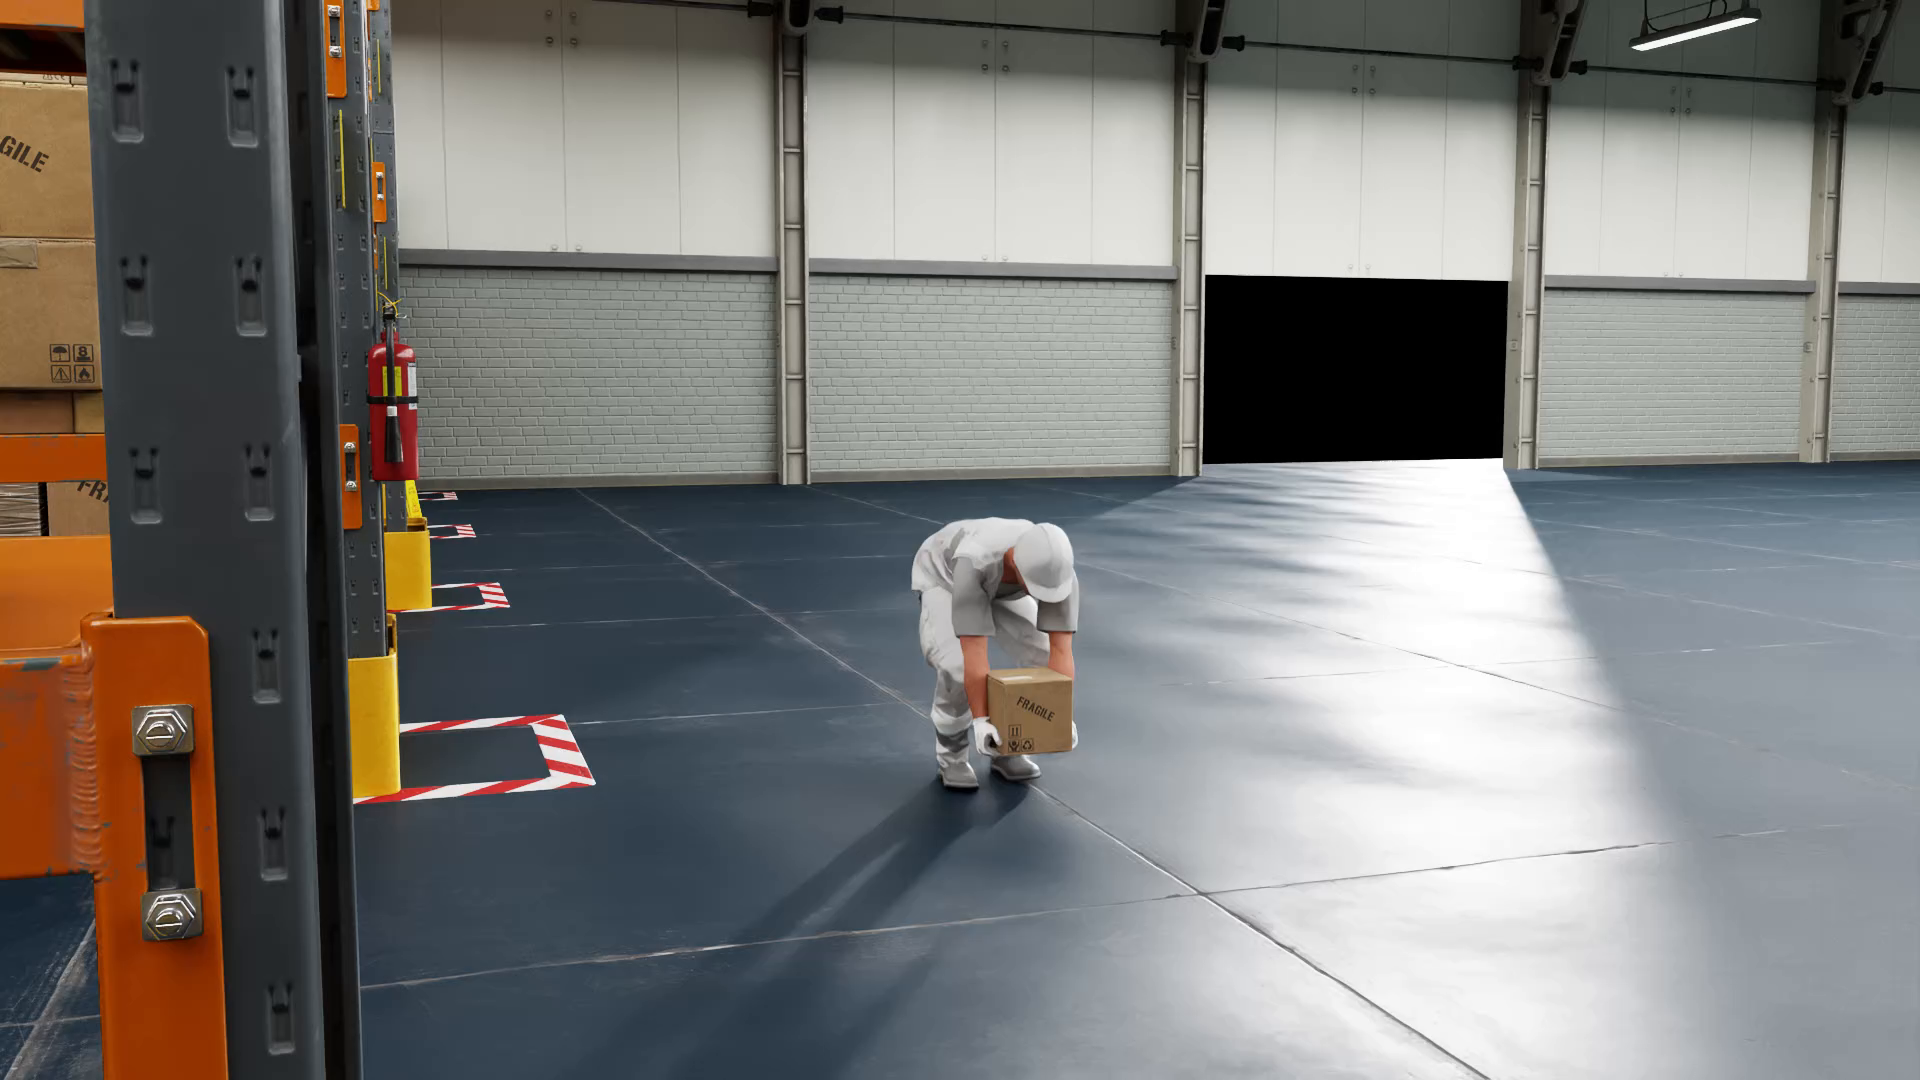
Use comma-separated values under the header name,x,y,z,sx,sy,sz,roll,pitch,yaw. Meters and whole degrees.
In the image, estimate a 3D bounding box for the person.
name,x,y,z,sx,sy,sz,roll,pitch,yaw
person,0.146,0.408,6.003,0.531,1.004,0.957,-2,6,-21
